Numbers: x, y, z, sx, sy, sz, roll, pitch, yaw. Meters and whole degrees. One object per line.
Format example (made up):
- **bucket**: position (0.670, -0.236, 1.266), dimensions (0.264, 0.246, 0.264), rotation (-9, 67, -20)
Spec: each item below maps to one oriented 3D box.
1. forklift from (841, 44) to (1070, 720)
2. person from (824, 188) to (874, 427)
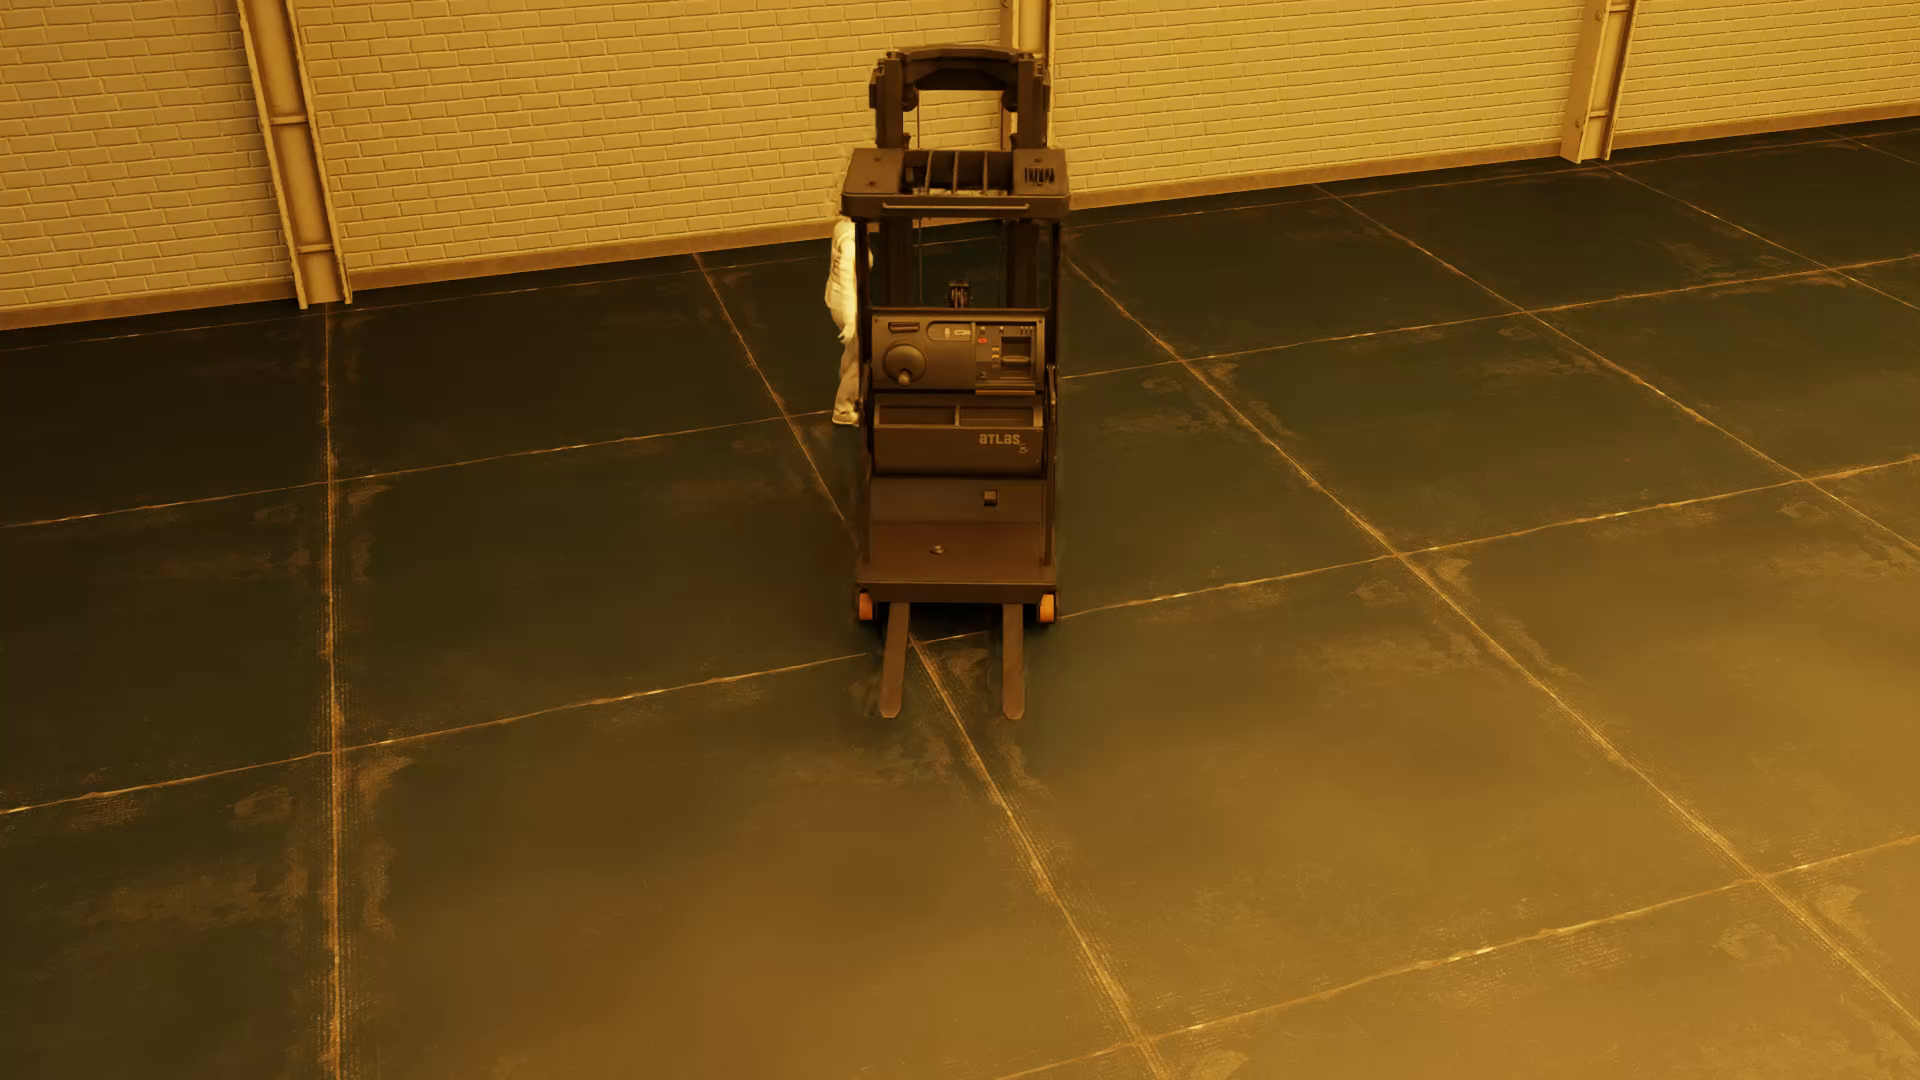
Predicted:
- **forklift**: position (-0.012, -0.966, 8.766), dimensions (1.130, 2.935, 3.031), rotation (1, 30, 1)
- **person**: position (-0.721, -1.578, 11.136), dimensions (0.373, 1.638, 0.770), rotation (-6, 30, -10)
